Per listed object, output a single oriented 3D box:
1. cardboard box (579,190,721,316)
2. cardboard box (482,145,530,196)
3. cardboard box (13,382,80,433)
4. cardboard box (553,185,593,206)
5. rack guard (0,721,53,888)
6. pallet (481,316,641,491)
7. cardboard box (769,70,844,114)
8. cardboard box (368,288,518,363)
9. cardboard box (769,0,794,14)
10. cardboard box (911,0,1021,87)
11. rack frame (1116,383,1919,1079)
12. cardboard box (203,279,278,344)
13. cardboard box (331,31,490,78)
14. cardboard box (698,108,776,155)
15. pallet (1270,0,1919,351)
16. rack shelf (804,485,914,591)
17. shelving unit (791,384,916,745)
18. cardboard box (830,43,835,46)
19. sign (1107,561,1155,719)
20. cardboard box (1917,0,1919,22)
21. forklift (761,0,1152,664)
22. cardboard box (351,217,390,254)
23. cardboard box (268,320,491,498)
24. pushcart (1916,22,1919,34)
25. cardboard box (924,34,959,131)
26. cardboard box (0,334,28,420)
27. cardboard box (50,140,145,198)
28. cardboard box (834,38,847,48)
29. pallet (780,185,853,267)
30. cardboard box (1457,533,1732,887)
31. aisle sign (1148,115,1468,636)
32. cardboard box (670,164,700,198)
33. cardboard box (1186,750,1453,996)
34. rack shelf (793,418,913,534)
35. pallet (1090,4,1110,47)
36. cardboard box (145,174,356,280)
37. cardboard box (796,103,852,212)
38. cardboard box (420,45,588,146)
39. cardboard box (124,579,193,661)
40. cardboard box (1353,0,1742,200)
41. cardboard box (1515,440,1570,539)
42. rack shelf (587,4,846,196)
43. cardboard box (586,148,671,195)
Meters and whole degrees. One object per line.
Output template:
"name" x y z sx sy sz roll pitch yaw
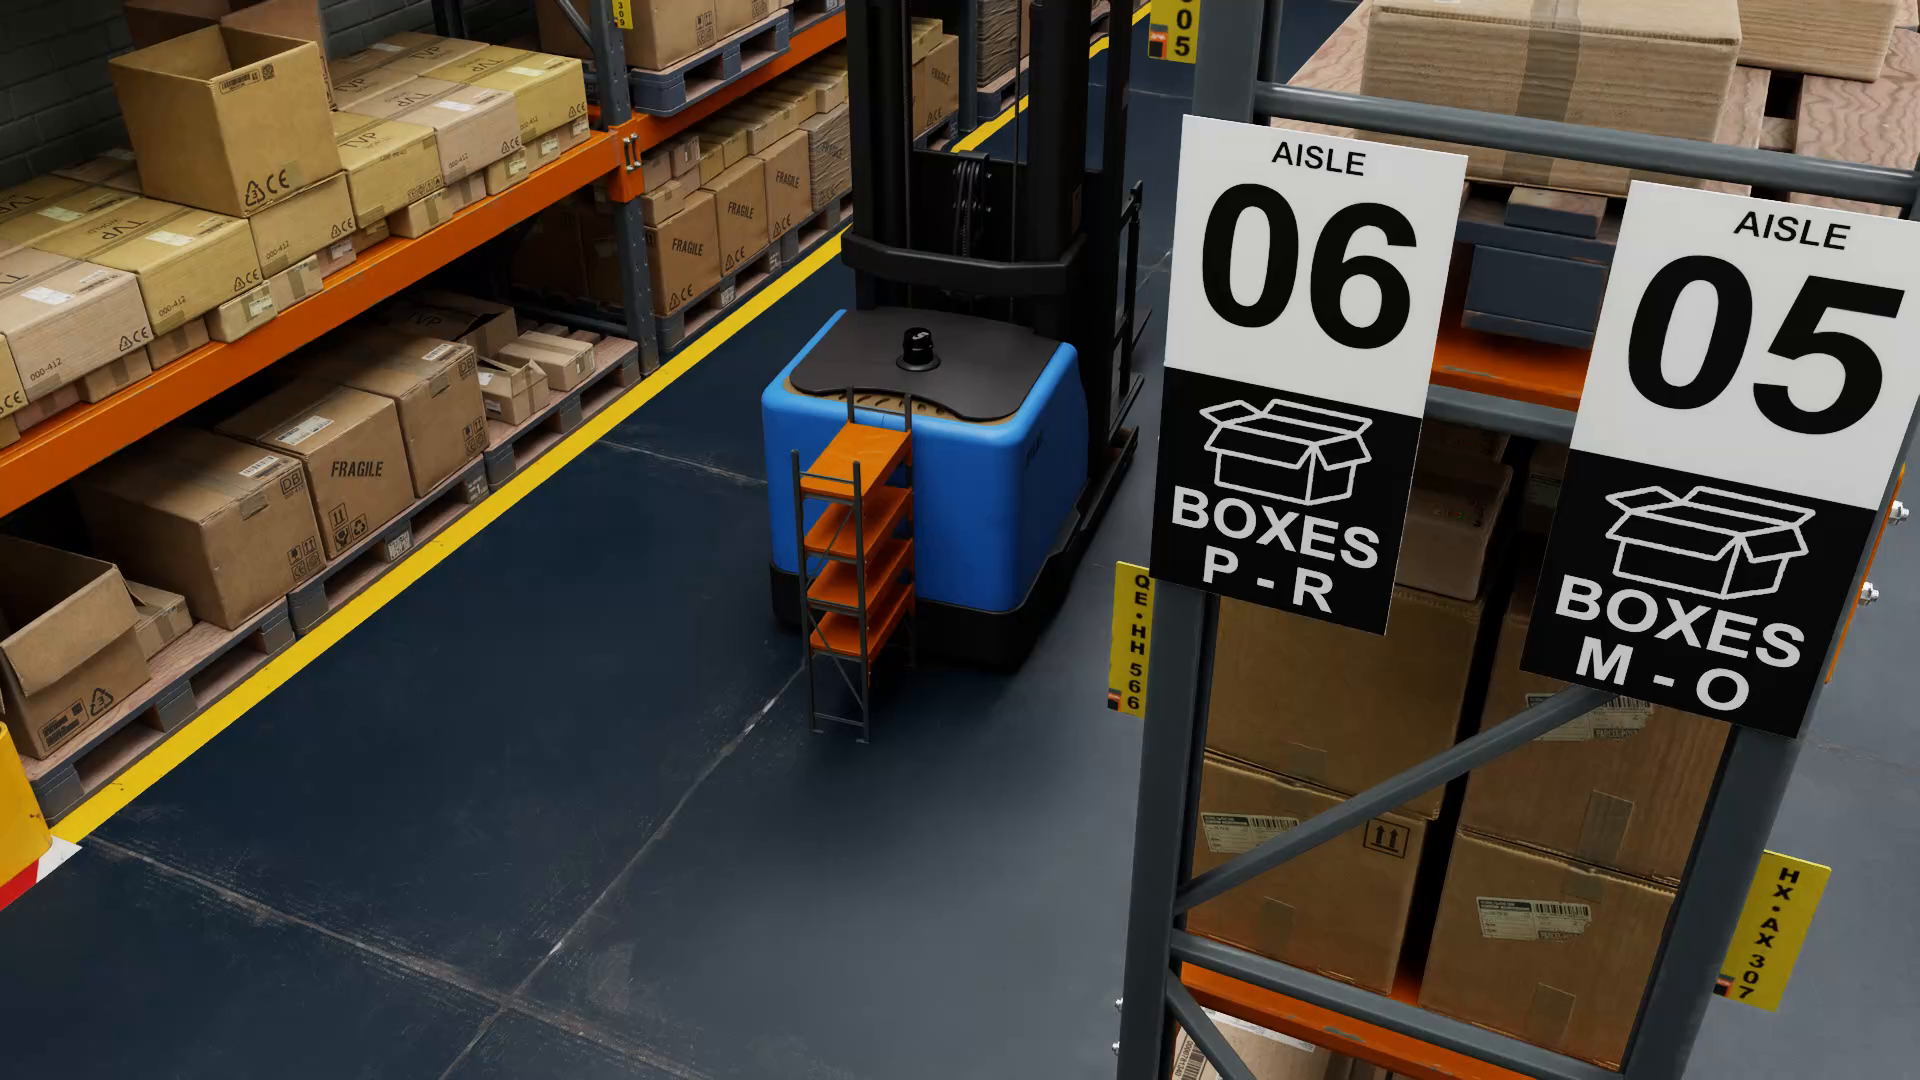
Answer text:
"cardboard box" -1.625 -1.549 8.774 0.500 0.500 0.500 16 36 23
"cardboard box" -2.112 -1.638 7.242 0.380 0.149 0.250 15 36 22
"cardboard box" -3.176 -0.509 5.520 0.380 0.149 0.250 14 36 20
"cardboard box" -2.140 -1.881 8.688 0.380 0.149 0.250 13 35 19
"rack guard" -3.673 0.770 5.620 1.175 0.500 0.348 14 36 20
"pallet" -2.320 -0.722 8.158 1.003 0.211 1.213 14 36 20
"cardboard box" -0.915 -2.665 9.884 0.380 0.149 0.250 12 35 18
"cardboard box" -2.523 -1.006 8.118 0.500 0.311 0.500 15 36 22
"cardboard box" -1.102 -2.953 8.758 0.396 0.266 0.258 16 36 23
"cardboard box" -0.085 -3.712 11.958 0.875 0.625 0.625 15 36 22
"rack frame" 0.805 0.899 3.143 1.000 3.000 0.127 14 36 20
"cardboard box" -2.734 -0.863 6.060 0.380 0.149 0.250 13 35 19
"cardboard box" -2.484 -2.107 7.593 0.500 0.250 0.500 14 36 20
"cardboard box" -1.256 -2.291 9.313 0.380 0.149 0.250 14 36 20
"pallet" 1.106 -0.690 2.912 1.003 0.211 1.213 14 36 20
"rack shelf" -0.365 -0.031 5.918 0.258 0.148 0.480 11 35 16
"shelving unit" -0.365 0.099 6.004 0.258 1.200 0.503 11 35 16
"cardboard box" -1.026 -3.167 10.649 0.380 0.149 0.250 15 36 21
"sign" 0.318 0.185 2.961 0.100 0.325 0.005 14 36 20
"cardboard box" 7.509 -4.254 13.280 0.500 0.500 0.500 -15 36 -21
"forklift" 0.200 -1.550 6.941 1.130 2.935 3.031 11 35 16
"cardboard box" -2.537 -1.277 6.692 0.380 0.149 0.250 15 36 21
"cardboard box" -2.536 -0.585 7.303 0.700 0.500 0.500 13 35 19
"pushcart" 7.917 -3.482 12.217 1.648 0.377 0.936 3 33 4
"cardboard box" -0.340 -3.092 11.127 0.500 0.500 0.500 15 36 22
"cardboard box" -3.271 -0.463 5.087 0.500 0.250 0.500 14 36 21
"cardboard box" -3.107 -1.352 6.441 0.500 0.250 0.500 14 36 20
"cardboard box" -0.571 -3.055 10.479 0.380 0.149 0.250 13 35 19
"pallet" -1.217 -2.087 10.241 1.003 0.211 1.213 14 36 20
"cardboard box" 1.264 0.266 3.106 0.500 0.500 0.500 13 36 19
"aisle sign" 0.493 -0.223 2.484 0.394 0.787 0.004 14 36 20
"cardboard box" -1.594 -1.905 8.724 0.380 0.149 0.250 13 35 19
"cardboard box" 0.766 0.557 3.575 0.500 0.500 0.500 14 36 21
"rack shelf" -0.365 -0.229 5.789 0.258 0.148 0.480 11 35 16
"pallet" 0.533 -4.062 13.253 1.003 0.211 1.213 14 36 20
"cardboard box" -2.656 -1.227 6.252 0.500 0.250 0.500 13 36 19
"cardboard box" -0.976 -2.321 9.951 0.500 0.500 0.500 13 35 19
"cardboard box" -2.023 -1.982 7.402 0.500 0.250 0.500 15 36 22
"cardboard box" -3.150 0.293 6.284 0.380 0.149 0.250 13 35 19
"cardboard box" 0.911 -0.755 2.592 0.500 0.250 0.500 11 35 16
"cardboard box" 1.250 -0.092 3.060 0.380 0.149 0.250 15 36 22
"rack shelf" -1.195 -2.925 9.631 1.077 0.370 4.000 14 36 20
"cardboard box" -1.695 -1.887 8.426 0.380 0.149 0.250 14 36 20
